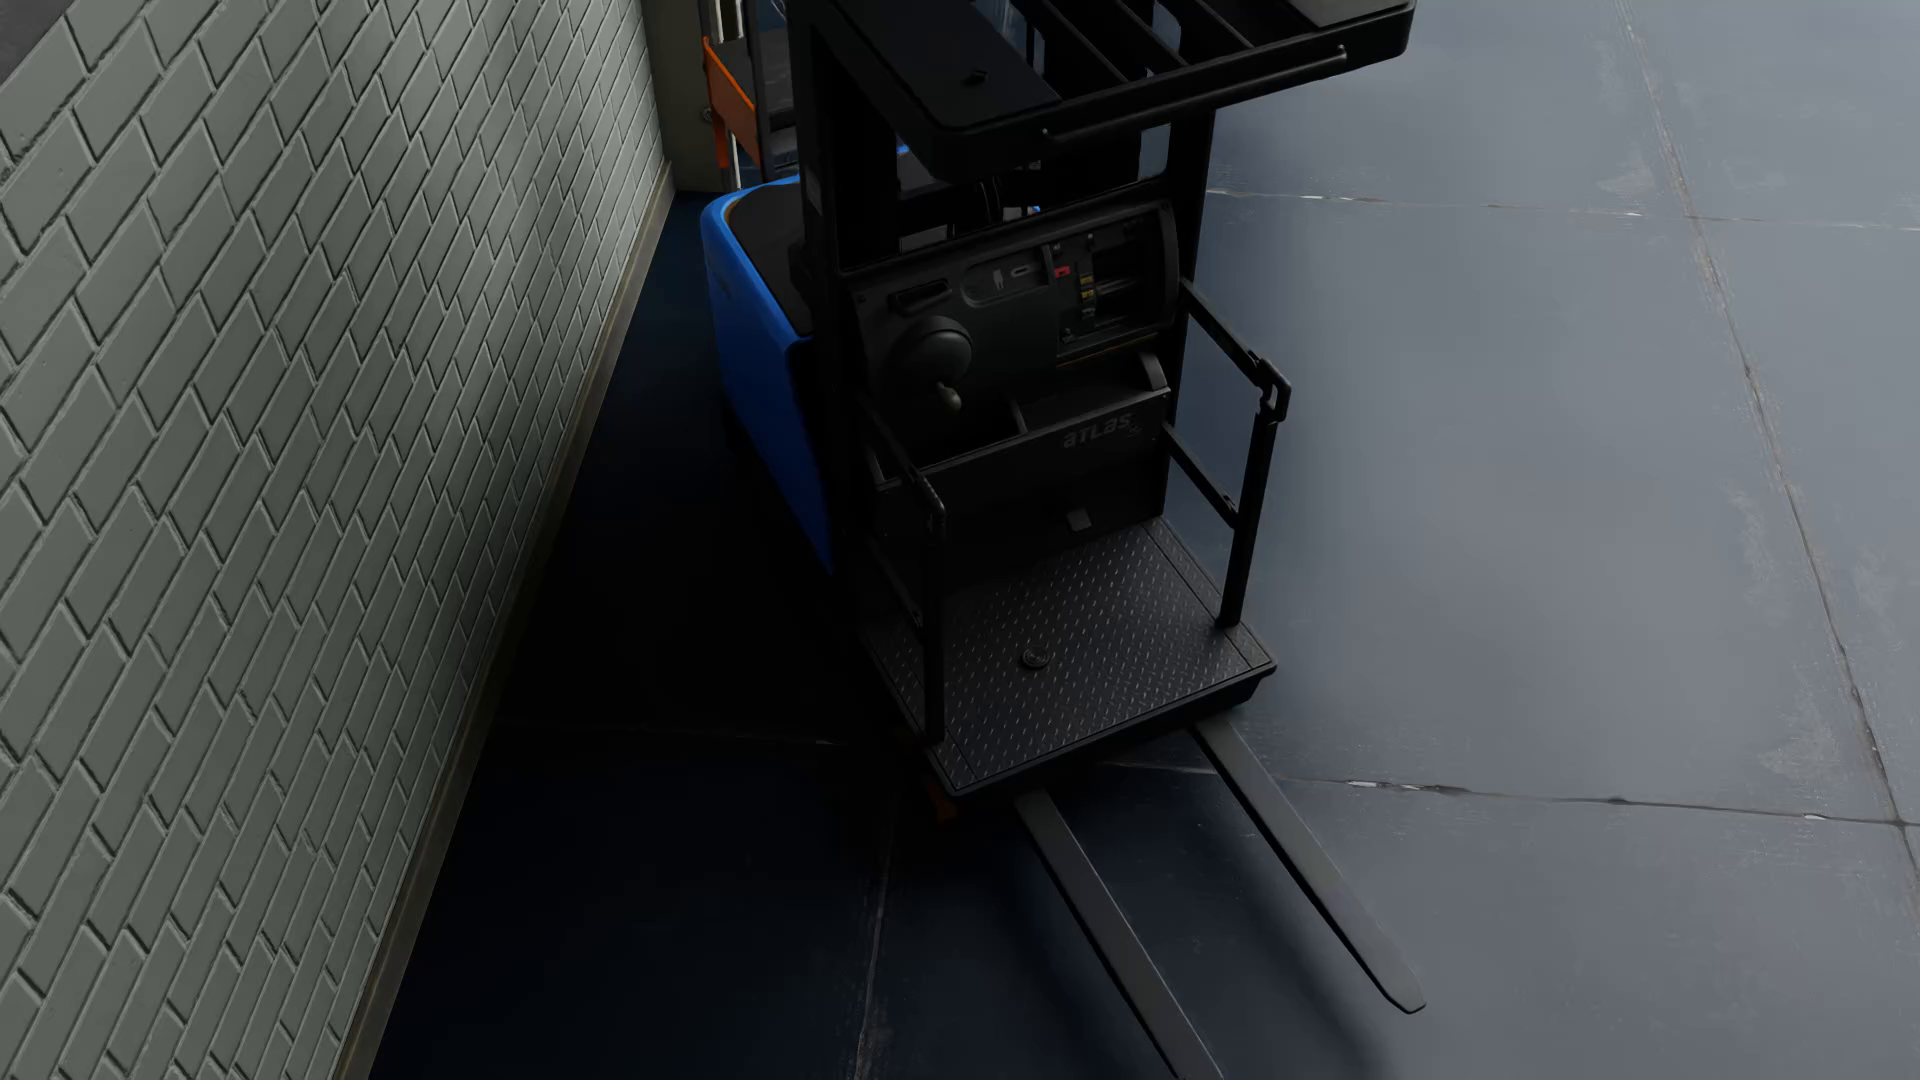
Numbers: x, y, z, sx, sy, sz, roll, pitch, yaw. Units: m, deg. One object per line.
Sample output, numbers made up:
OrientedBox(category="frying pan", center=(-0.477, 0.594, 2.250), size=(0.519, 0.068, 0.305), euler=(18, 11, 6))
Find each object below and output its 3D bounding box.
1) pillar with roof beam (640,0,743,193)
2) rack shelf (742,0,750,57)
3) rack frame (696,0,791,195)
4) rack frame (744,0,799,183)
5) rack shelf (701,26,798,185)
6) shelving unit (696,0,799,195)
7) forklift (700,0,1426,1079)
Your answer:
OrientedBox(category="pillar with roof beam", center=(3.205, -4.385, 3.662), size=(9.100, 9.000, 0.400), euler=(4, 48, 4))
OrientedBox(category="rack shelf", center=(-0.573, -1.882, 5.114), size=(0.431, 0.518, 0.480), euler=(-21, 50, -17))
OrientedBox(category="rack frame", center=(-0.678, -1.577, 5.768), size=(0.400, 2.100, 0.015), euler=(-21, 50, -17))
OrientedBox(category="rack frame", center=(-0.459, -1.257, 5.471), size=(0.400, 2.100, 0.015), euler=(-21, 50, -17))
OrientedBox(category="rack shelf", center=(-0.568, -1.408, 5.630), size=(0.431, 0.518, 0.480), euler=(-21, 50, -17))
OrientedBox(category="shelving unit", center=(-0.568, -1.417, 5.619), size=(0.431, 2.100, 0.503), euler=(-21, 50, -17))
OrientedBox(category="forklift", center=(0.256, -0.521, 4.240), size=(1.130, 2.935, 3.031), euler=(-20, 51, -17))
